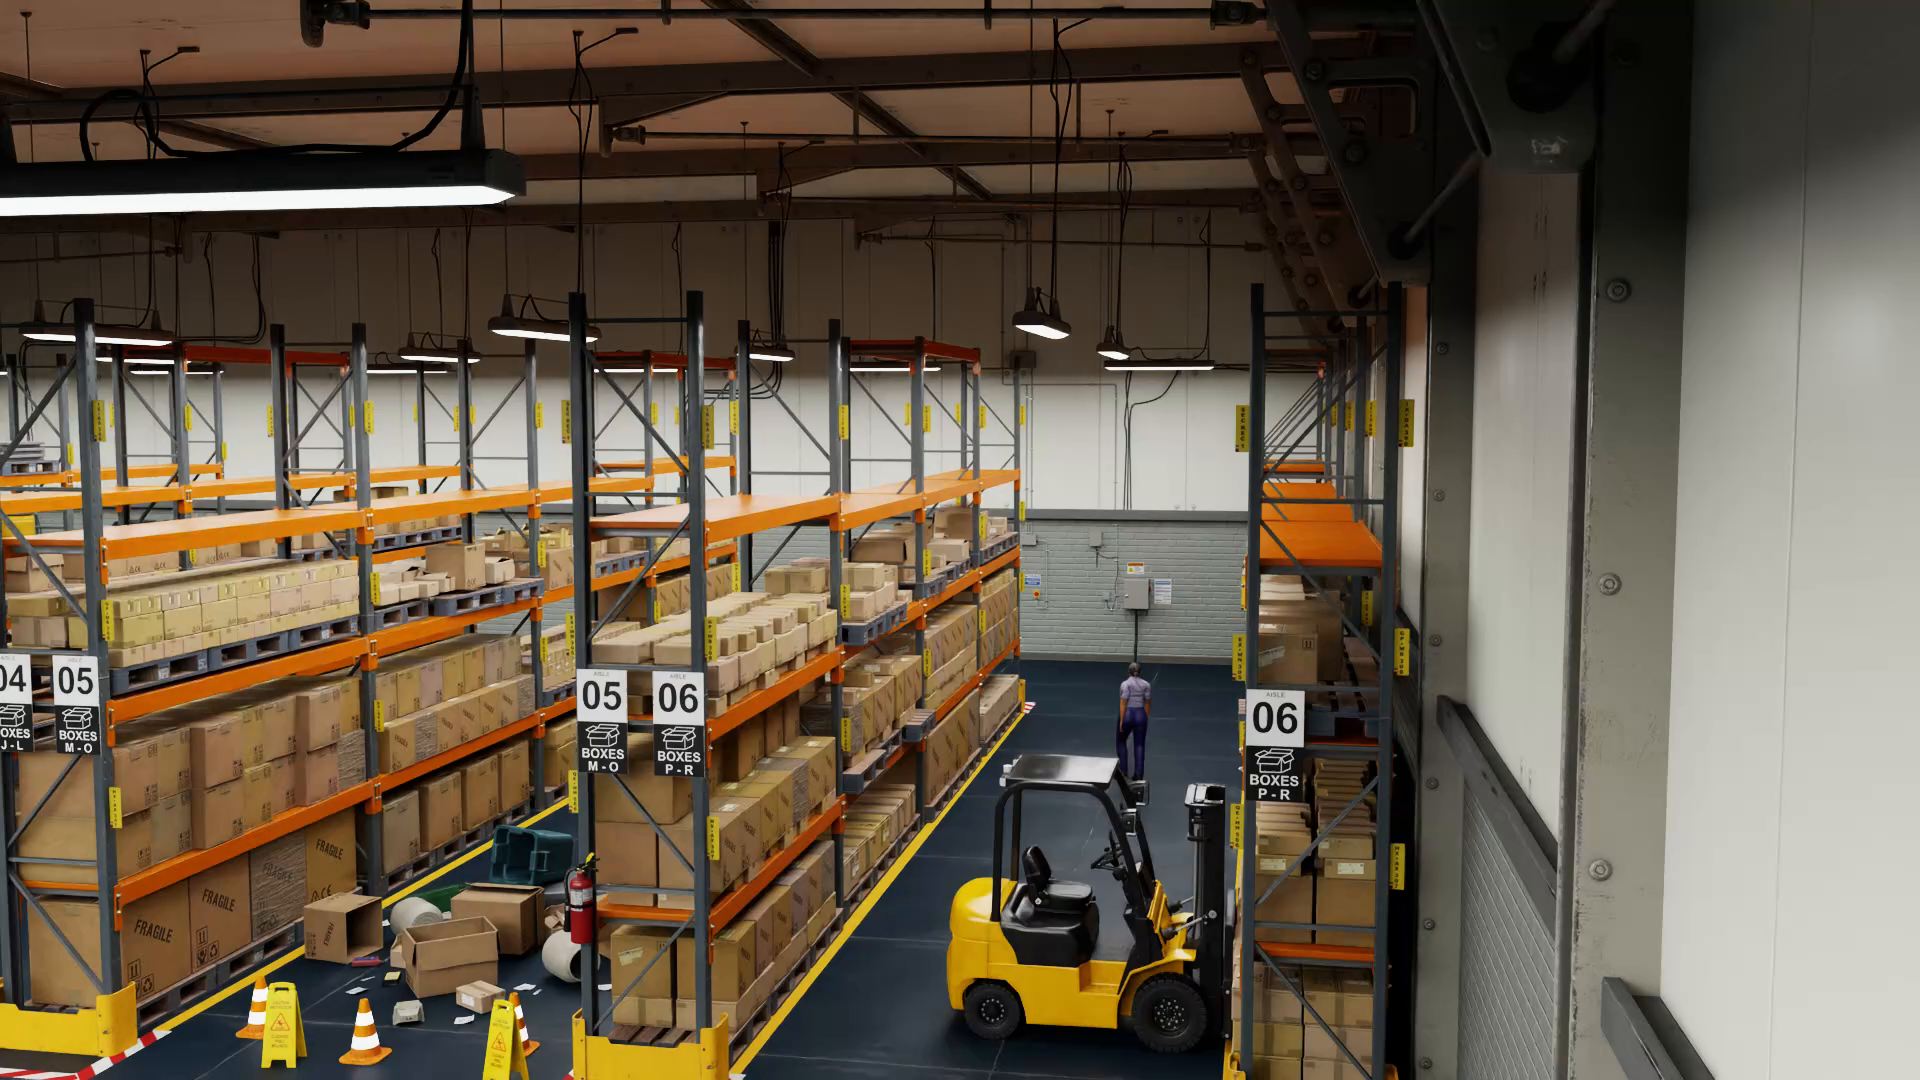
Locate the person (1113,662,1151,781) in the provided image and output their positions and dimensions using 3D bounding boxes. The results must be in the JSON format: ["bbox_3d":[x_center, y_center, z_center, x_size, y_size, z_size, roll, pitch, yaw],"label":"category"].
[{"bbox_3d":[2.405,2.534,22.944,0.505,1.676,0.574,-1,5,-8],"label":"person"}]
